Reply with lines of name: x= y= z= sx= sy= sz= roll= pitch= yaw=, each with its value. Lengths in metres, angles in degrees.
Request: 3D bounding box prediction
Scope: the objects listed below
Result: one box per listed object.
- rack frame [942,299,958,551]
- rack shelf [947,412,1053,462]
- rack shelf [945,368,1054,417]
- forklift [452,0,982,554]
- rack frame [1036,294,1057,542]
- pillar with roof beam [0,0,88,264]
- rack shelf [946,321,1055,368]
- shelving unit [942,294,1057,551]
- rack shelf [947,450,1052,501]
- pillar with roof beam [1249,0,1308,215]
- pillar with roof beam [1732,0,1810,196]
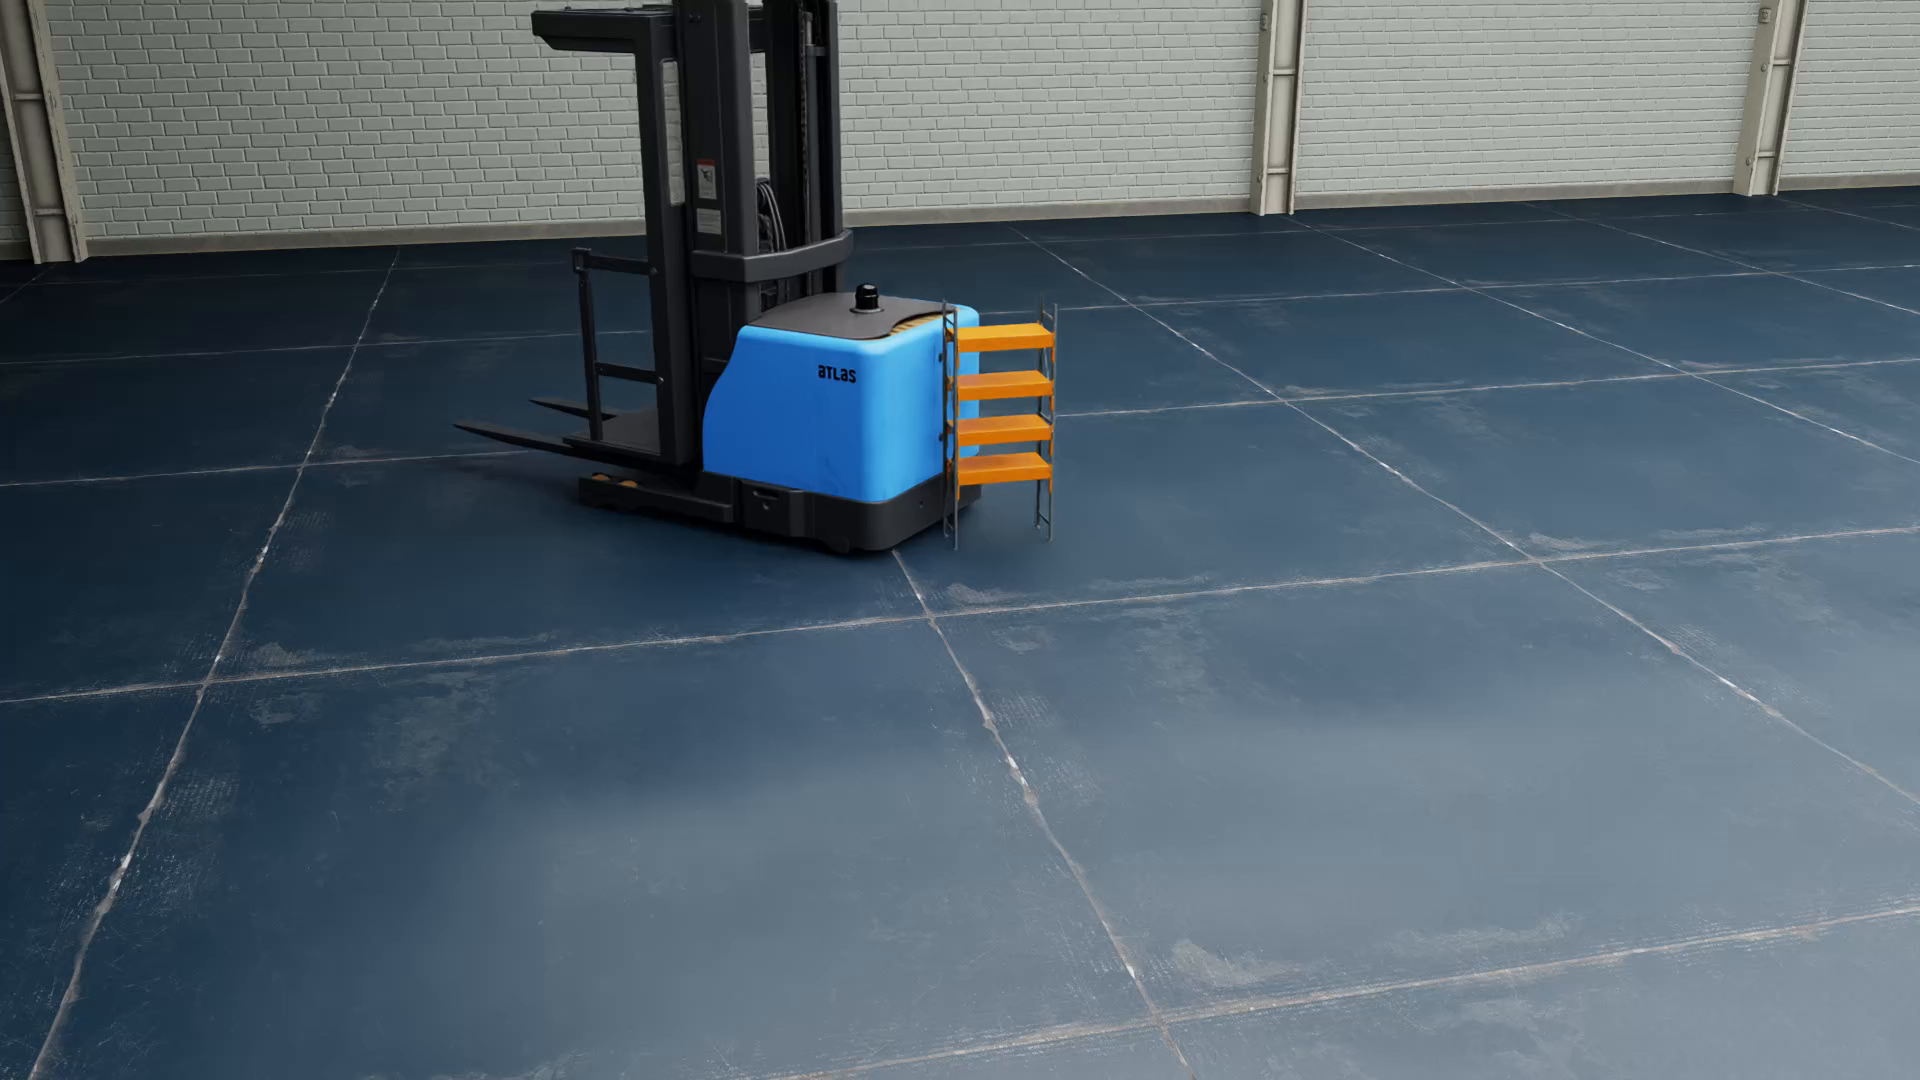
rack frame: x=-0.048 y=-0.551 z=8.075 sx=0.015 sy=1.200 sz=0.240 roll=-5 pitch=21 yaw=-14
rack shelf: x=0.188 y=-0.509 z=8.156 sx=0.480 sy=0.148 sz=0.258 roll=-5 pitch=21 yaw=-14
rack shelf: x=0.188 y=-0.719 z=8.079 sx=0.480 sy=0.148 sz=0.258 roll=-5 pitch=21 yaw=-14
forklift: x=-1.420 y=-1.663 z=8.594 sx=3.031 sy=2.935 sz=1.130 roll=11 pitch=23 yaw=28
rack frame: x=0.424 y=-0.593 z=8.190 sx=0.015 sy=1.200 sz=0.240 roll=-5 pitch=21 yaw=-14
pillar with roof beam: x=-7.322 y=-5.377 z=9.909 sx=0.400 sy=9.000 sz=9.100 roll=-5 pitch=21 yaw=-12
rack shelf: x=0.188 y=-0.941 z=7.998 sx=0.480 sy=0.148 sz=0.258 roll=-5 pitch=21 yaw=-14
shelving unit: x=0.188 y=-0.572 z=8.133 sx=0.503 sy=1.200 sz=0.258 roll=-5 pitch=21 yaw=-14
rack shelf: x=0.188 y=-0.323 z=8.224 sx=0.480 sy=0.148 sz=0.258 roll=-5 pitch=21 yaw=-14
pillar with roof beam: x=4.356 y=-6.326 z=12.502 sx=0.400 sy=9.000 sz=9.100 roll=-5 pitch=21 yaw=-12
pillar with roof beam: x=10.195 y=-6.801 z=13.799 sx=0.400 sy=9.000 sz=9.100 roll=-5 pitch=21 yaw=-12
